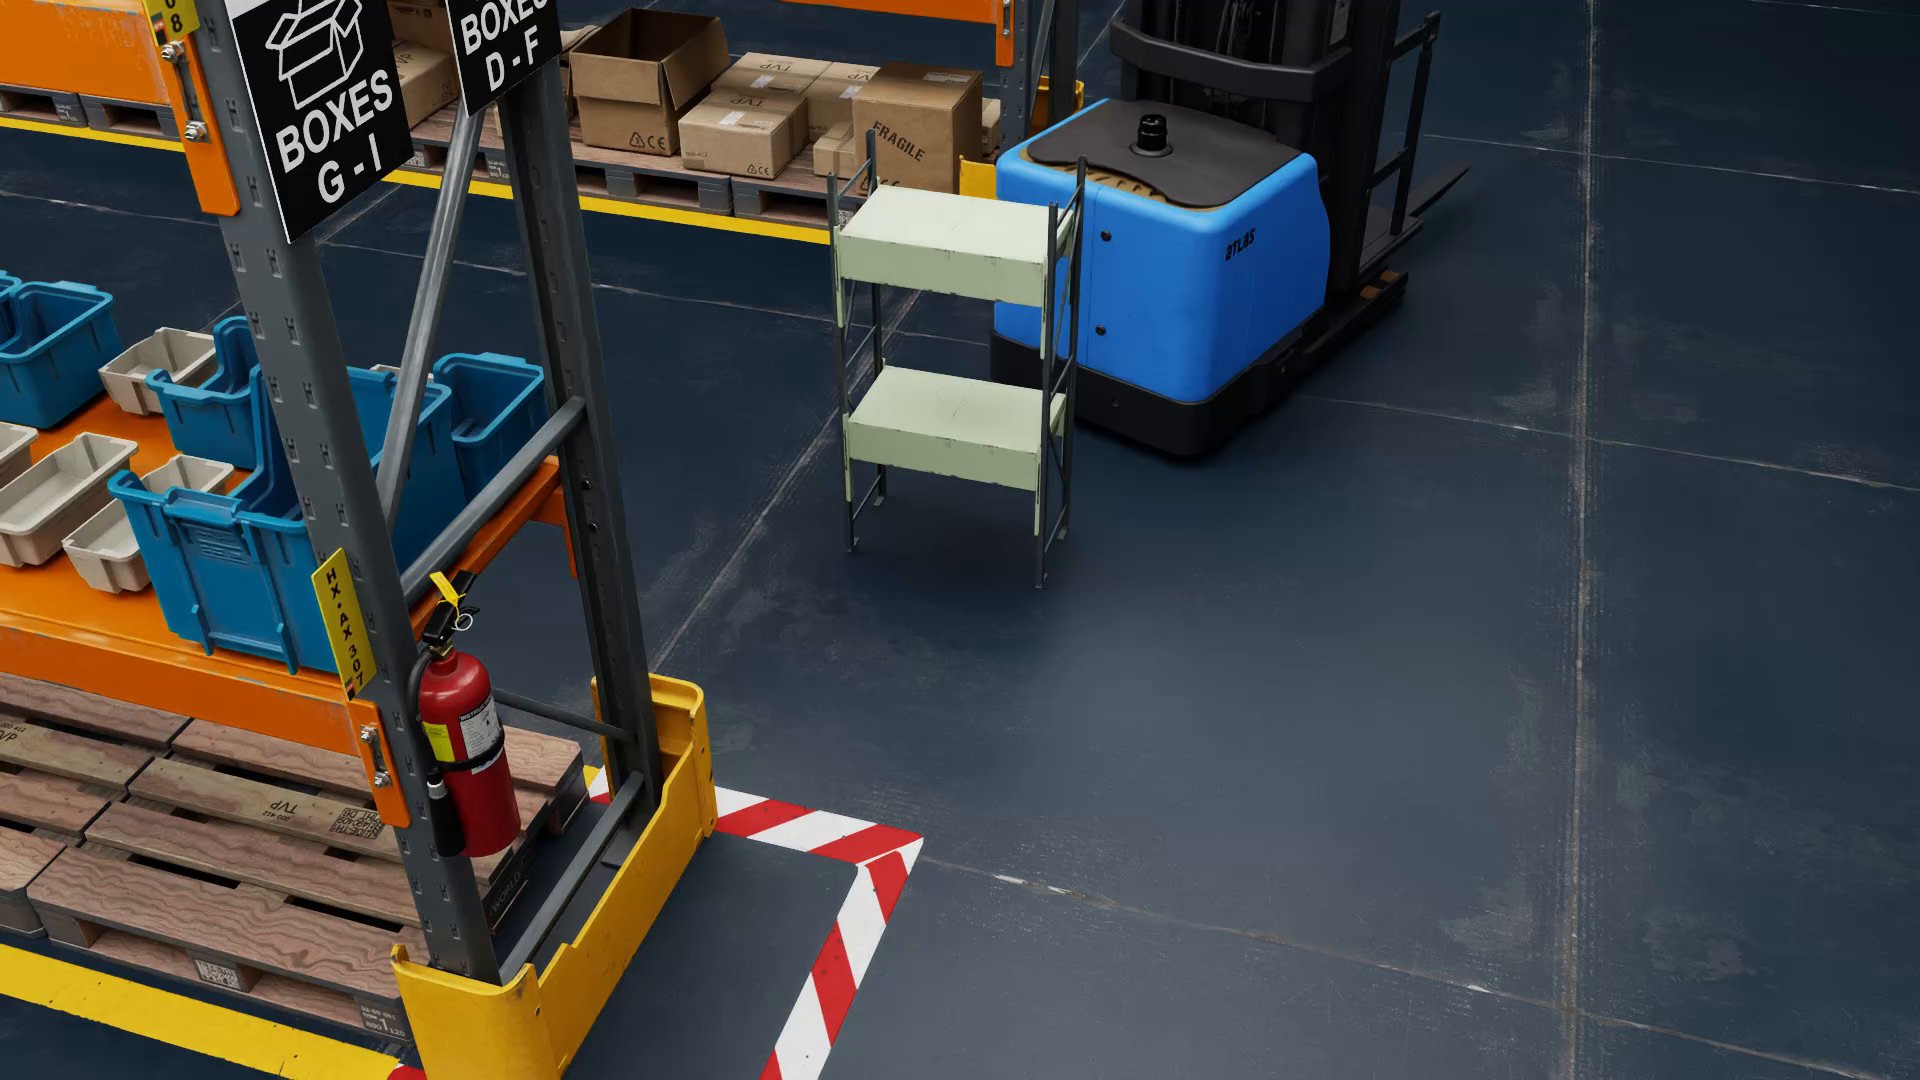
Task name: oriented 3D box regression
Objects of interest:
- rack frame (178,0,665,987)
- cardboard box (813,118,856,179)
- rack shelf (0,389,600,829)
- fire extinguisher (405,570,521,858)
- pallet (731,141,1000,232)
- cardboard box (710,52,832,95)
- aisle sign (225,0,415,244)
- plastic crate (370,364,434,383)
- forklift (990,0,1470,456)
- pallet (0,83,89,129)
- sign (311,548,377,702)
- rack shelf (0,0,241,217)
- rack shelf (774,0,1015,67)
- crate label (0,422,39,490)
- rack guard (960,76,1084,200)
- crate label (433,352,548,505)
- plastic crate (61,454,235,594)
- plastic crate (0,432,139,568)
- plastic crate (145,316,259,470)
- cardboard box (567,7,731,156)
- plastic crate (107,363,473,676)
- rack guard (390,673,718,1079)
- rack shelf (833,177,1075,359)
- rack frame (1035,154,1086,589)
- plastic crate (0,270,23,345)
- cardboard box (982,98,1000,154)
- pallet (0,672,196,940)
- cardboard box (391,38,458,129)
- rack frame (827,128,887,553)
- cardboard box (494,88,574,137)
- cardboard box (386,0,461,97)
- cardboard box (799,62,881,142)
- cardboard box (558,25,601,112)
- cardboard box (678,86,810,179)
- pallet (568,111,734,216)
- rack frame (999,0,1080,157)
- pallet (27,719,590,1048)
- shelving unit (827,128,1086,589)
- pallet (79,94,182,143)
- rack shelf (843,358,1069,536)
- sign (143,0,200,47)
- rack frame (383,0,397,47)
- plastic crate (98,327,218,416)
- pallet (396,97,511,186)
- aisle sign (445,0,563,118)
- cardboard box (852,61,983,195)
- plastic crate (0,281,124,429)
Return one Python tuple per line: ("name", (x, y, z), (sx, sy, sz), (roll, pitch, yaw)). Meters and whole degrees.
("rack frame", (-1.089, -0.075, 3.822), (0.127, 3.000, 1.000), (10, 38, 14))
("cardboard box", (-0.560, -1.993, 8.446), (0.250, 0.166, 0.380), (10, 38, 14))
("rack shelf", (-2.998, -0.139, 4.515), (4.000, 0.370, 1.077), (10, 38, 14))
("fire extinguisher", (-1.080, 0.390, 3.570), (0.183, 0.674, 0.296), (10, 38, 14))
("pallet", (-0.442, -1.908, 8.664), (1.213, 0.211, 1.003), (10, 38, 14))
("cardboard box", (-0.997, -2.380, 8.902), (0.500, 0.250, 0.500), (10, 38, 14))
("aisle sign", (-1.107, -0.944, 2.809), (0.004, 0.787, 0.394), (10, 38, 14))
("plastic crate", (-1.507, -0.327, 4.335), (0.298, 0.136, 0.250), (10, 38, 14))
("forklift", (1.420, -2.332, 6.945), (1.130, 2.935, 3.031), (24, 43, 29))
("pallet", (-5.382, -2.798, 9.874), (1.213, 0.211, 1.003), (10, 38, 14))
("sign", (-1.237, 0.173, 3.347), (0.005, 0.325, 0.100), (10, 38, 14))
("rack shelf", (-2.998, -1.347, 3.626), (4.000, 0.370, 1.077), (10, 38, 14))
("rack shelf", (-1.517, -2.941, 8.322), (4.000, 0.370, 1.077), (10, 38, 14))
("crate label", (-2.466, -0.130, 4.068), (0.243, 0.136, 0.396), (10, 38, 14))
("rack guard", (0.320, -1.884, 8.388), (0.348, 0.500, 1.175), (10, 38, 14))
("crate label", (-1.226, -0.262, 4.166), (0.303, 0.233, 0.416), (10, 38, 14))
("plastic crate", (-1.921, -0.035, 3.939), (0.243, 0.136, 0.396), (10, 38, 14))
("plastic crate", (-2.193, -0.094, 4.020), (0.243, 0.136, 0.396), (10, 38, 14))
("plastic crate", (-1.854, -0.378, 4.324), (0.300, 0.233, 0.416), (10, 38, 14))
("cardboard box", (-1.631, -2.427, 8.752), (0.637, 0.503, 0.797), (10, 38, 14))
("plastic crate", (-1.464, -0.067, 3.730), (0.499, 0.435, 0.616), (10, 38, 14))
("rack guard", (-1.062, 0.928, 4.567), (0.348, 0.500, 1.175), (10, 38, 14))
("rack shelf", (-0.006, -0.920, 5.576), (0.720, 0.370, 0.431), (10, 38, 14))
("rack frame", (0.343, -0.541, 5.719), (0.023, 1.500, 0.400), (10, 38, 14))
("plastic crate", (-2.769, -0.548, 4.554), (0.300, 0.233, 0.416), (10, 38, 14))
("cardboard box", (0.095, -2.175, 8.708), (0.250, 0.149, 0.380), (10, 38, 14))
("pallet", (-3.025, 0.663, 5.171), (1.213, 0.211, 1.003), (10, 38, 14))
("cardboard box", (-3.090, -2.482, 8.989), (0.500, 0.311, 0.500), (10, 38, 14))
("rack frame", (-0.356, -0.670, 5.895), (0.023, 1.500, 0.400), (10, 38, 14))
("cardboard box", (-2.261, -2.277, 8.832), (0.250, 0.166, 0.380), (10, 38, 14))
("cardboard box", (-2.798, -2.815, 9.281), (0.500, 0.500, 0.500), (10, 38, 14))
("cardboard box", (-0.520, -2.292, 8.782), (0.500, 0.250, 0.500), (10, 38, 14))
("cardboard box", (-2.082, -2.606, 9.157), (0.500, 0.311, 0.500), (10, 38, 14))
("cardboard box", (-1.098, -2.089, 8.506), (0.500, 0.250, 0.500), (10, 38, 14))
("pallet", (-1.602, -2.125, 8.959), (1.213, 0.211, 1.003), (10, 38, 14))
("rack frame", (0.392, -2.877, 7.629), (0.127, 3.000, 1.000), (10, 38, 14))
("pallet", (-1.864, 0.880, 4.876), (1.213, 0.211, 1.003), (10, 38, 14))
("shelving unit", (-0.006, -0.605, 5.807), (0.755, 1.500, 0.431), (10, 38, 14))
("pallet", (-4.214, -2.584, 9.582), (1.213, 0.211, 1.003), (10, 38, 14))
("rack shelf", (-0.006, -0.343, 6.000), (0.720, 0.370, 0.431), (10, 38, 14))
("sign", (-1.237, -0.927, 2.537), (0.005, 0.325, 0.100), (10, 38, 14))
("rack frame", (-3.426, -3.584, 8.589), (0.127, 3.000, 1.000), (10, 38, 14))
("plastic crate", (-2.155, -0.447, 4.498), (0.298, 0.136, 0.250), (10, 38, 14))
("pallet", (-2.771, -2.339, 9.250), (1.213, 0.211, 1.003), (10, 38, 14))
("aisle sign", (-0.931, -1.278, 3.262), (0.004, 0.787, 0.394), (10, 38, 14))
("cardboard box", (-0.200, -2.004, 8.180), (0.500, 0.500, 0.500), (10, 38, 14))
("plastic crate", (-2.483, -0.495, 4.482), (0.300, 0.233, 0.416), (10, 38, 14))
